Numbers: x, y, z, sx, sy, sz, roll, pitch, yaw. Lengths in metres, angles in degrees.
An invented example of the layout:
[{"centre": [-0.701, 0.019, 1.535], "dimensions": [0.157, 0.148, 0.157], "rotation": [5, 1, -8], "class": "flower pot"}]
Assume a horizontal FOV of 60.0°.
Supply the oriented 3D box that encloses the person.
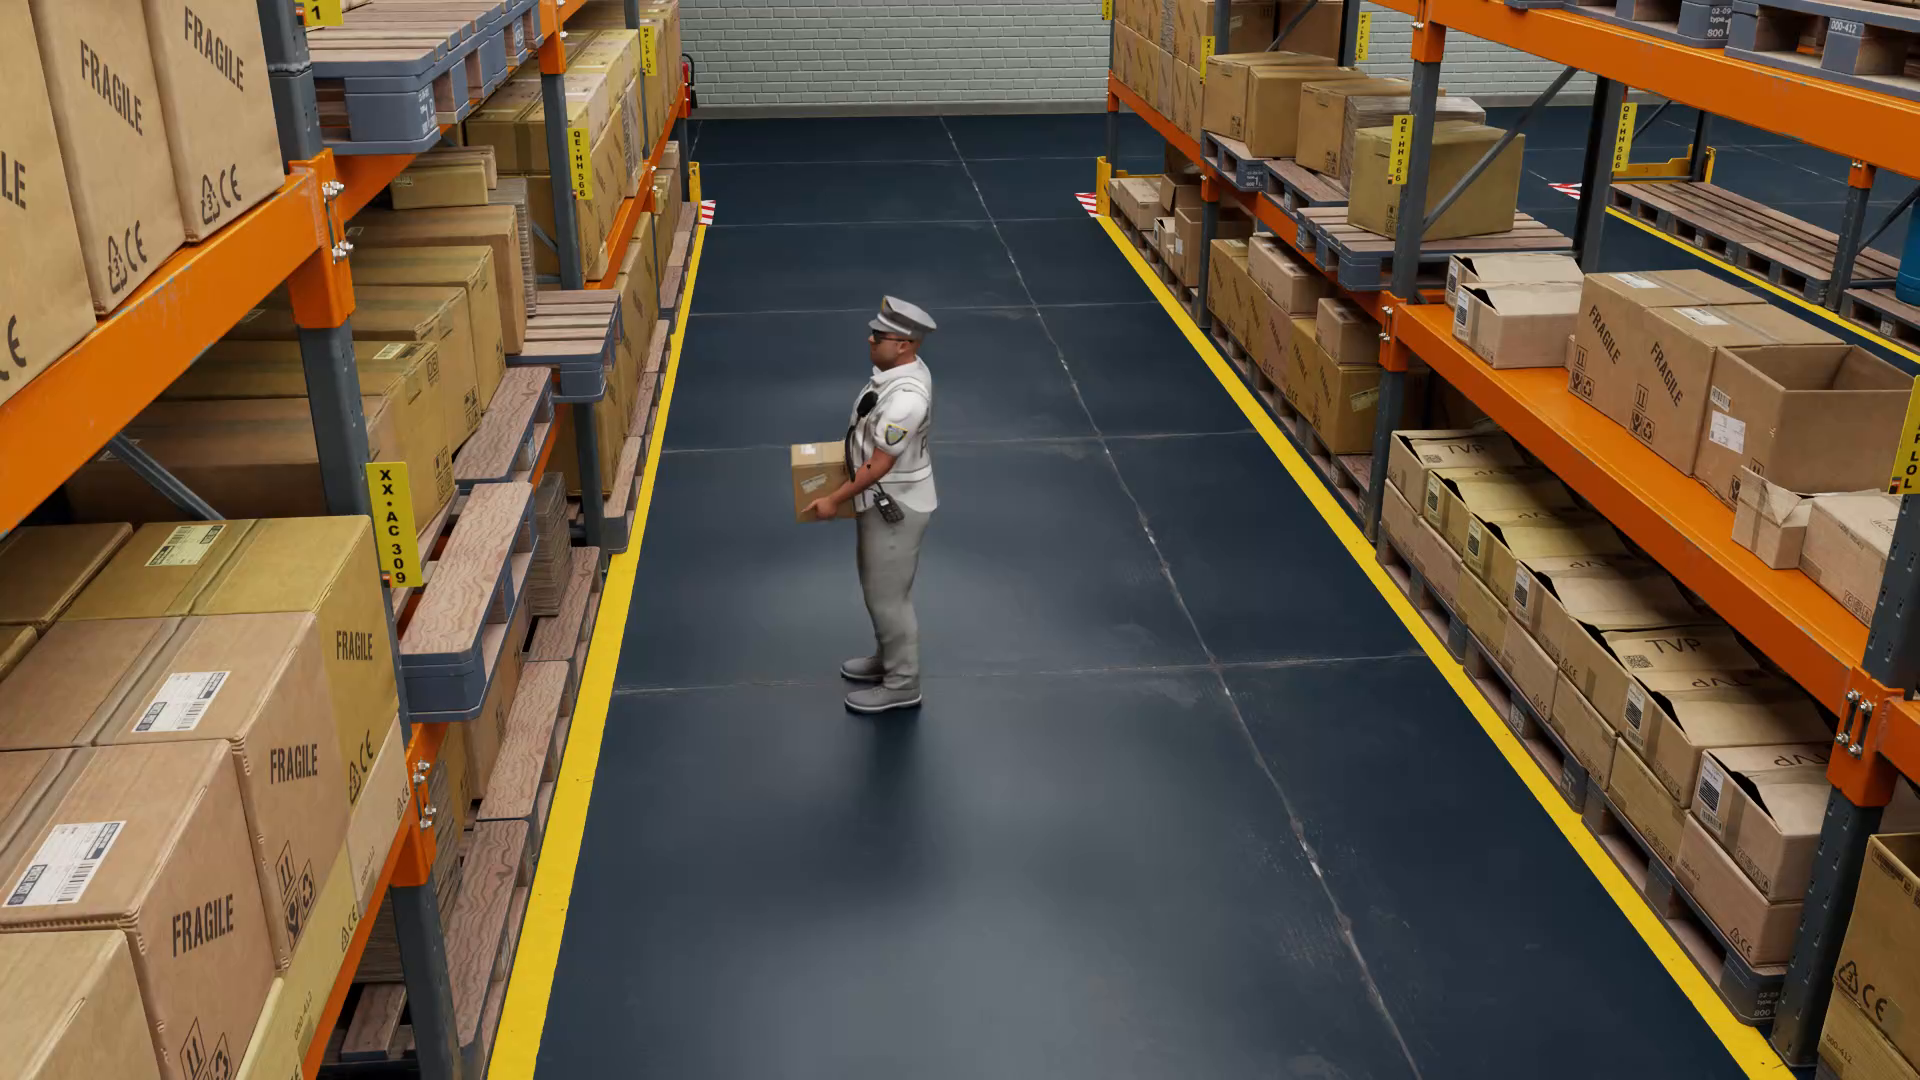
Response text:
[{"centre": [-0.373, -0.146, 6.893], "dimensions": [0.557, 1.773, 0.501], "rotation": [-2, 24, -6], "class": "person"}]
